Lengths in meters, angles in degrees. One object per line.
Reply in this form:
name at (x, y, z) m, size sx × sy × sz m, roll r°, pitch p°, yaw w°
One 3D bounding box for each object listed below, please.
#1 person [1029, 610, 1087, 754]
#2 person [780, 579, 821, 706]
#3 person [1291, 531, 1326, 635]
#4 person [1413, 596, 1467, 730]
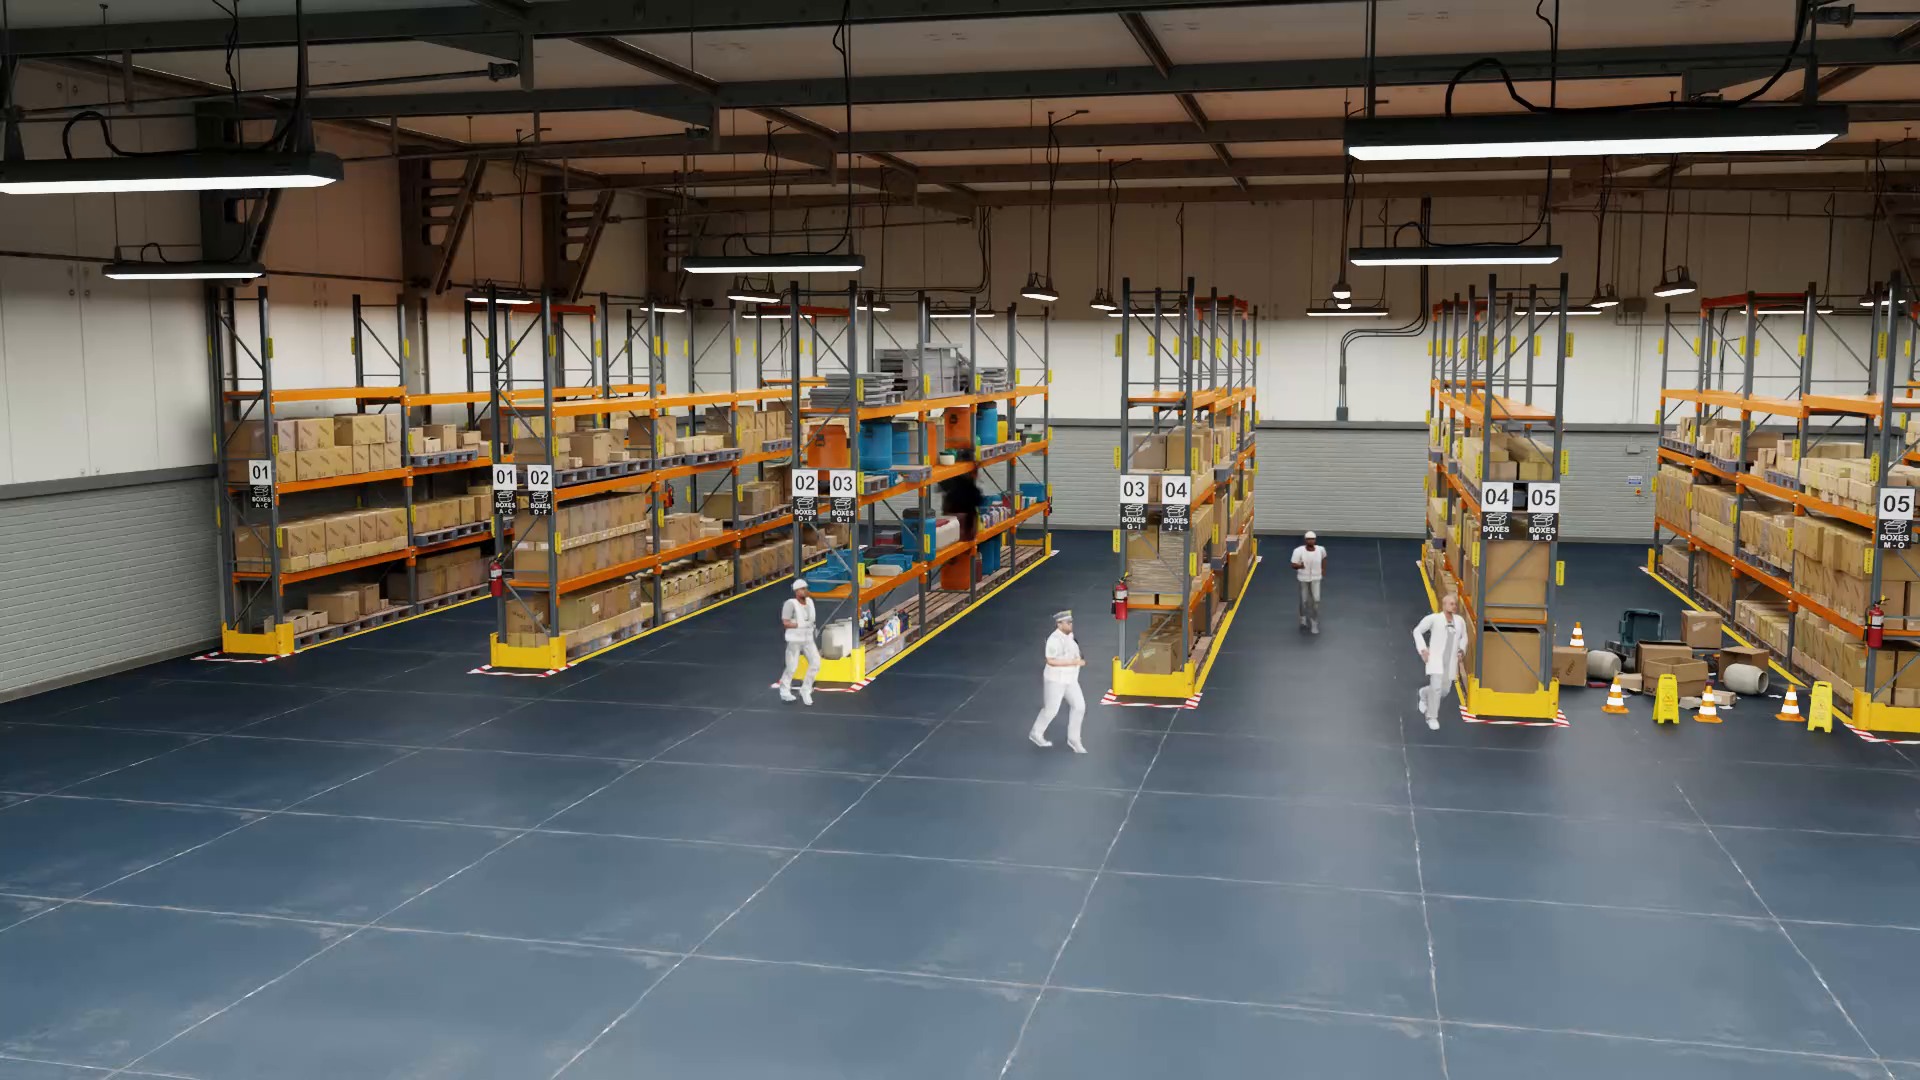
person at (1.254, 1.774, 20.671) m, size 0.849 × 1.847 × 0.609 m, roll 5°, pitch 9°, yaw 40°
person at (-2.213, 1.449, 23.402) m, size 0.698 × 1.809 × 0.714 m, roll -6°, pitch 9°, yaw -41°
person at (6.192, 0.736, 29.538) m, size 0.628 × 1.815 × 0.841 m, roll 1°, pitch 7°, yaw 8°
person at (6.446, 1.611, 22.229) m, size 0.763 × 1.743 × 0.728 m, roll -1°, pitch 7°, yaw -10°
